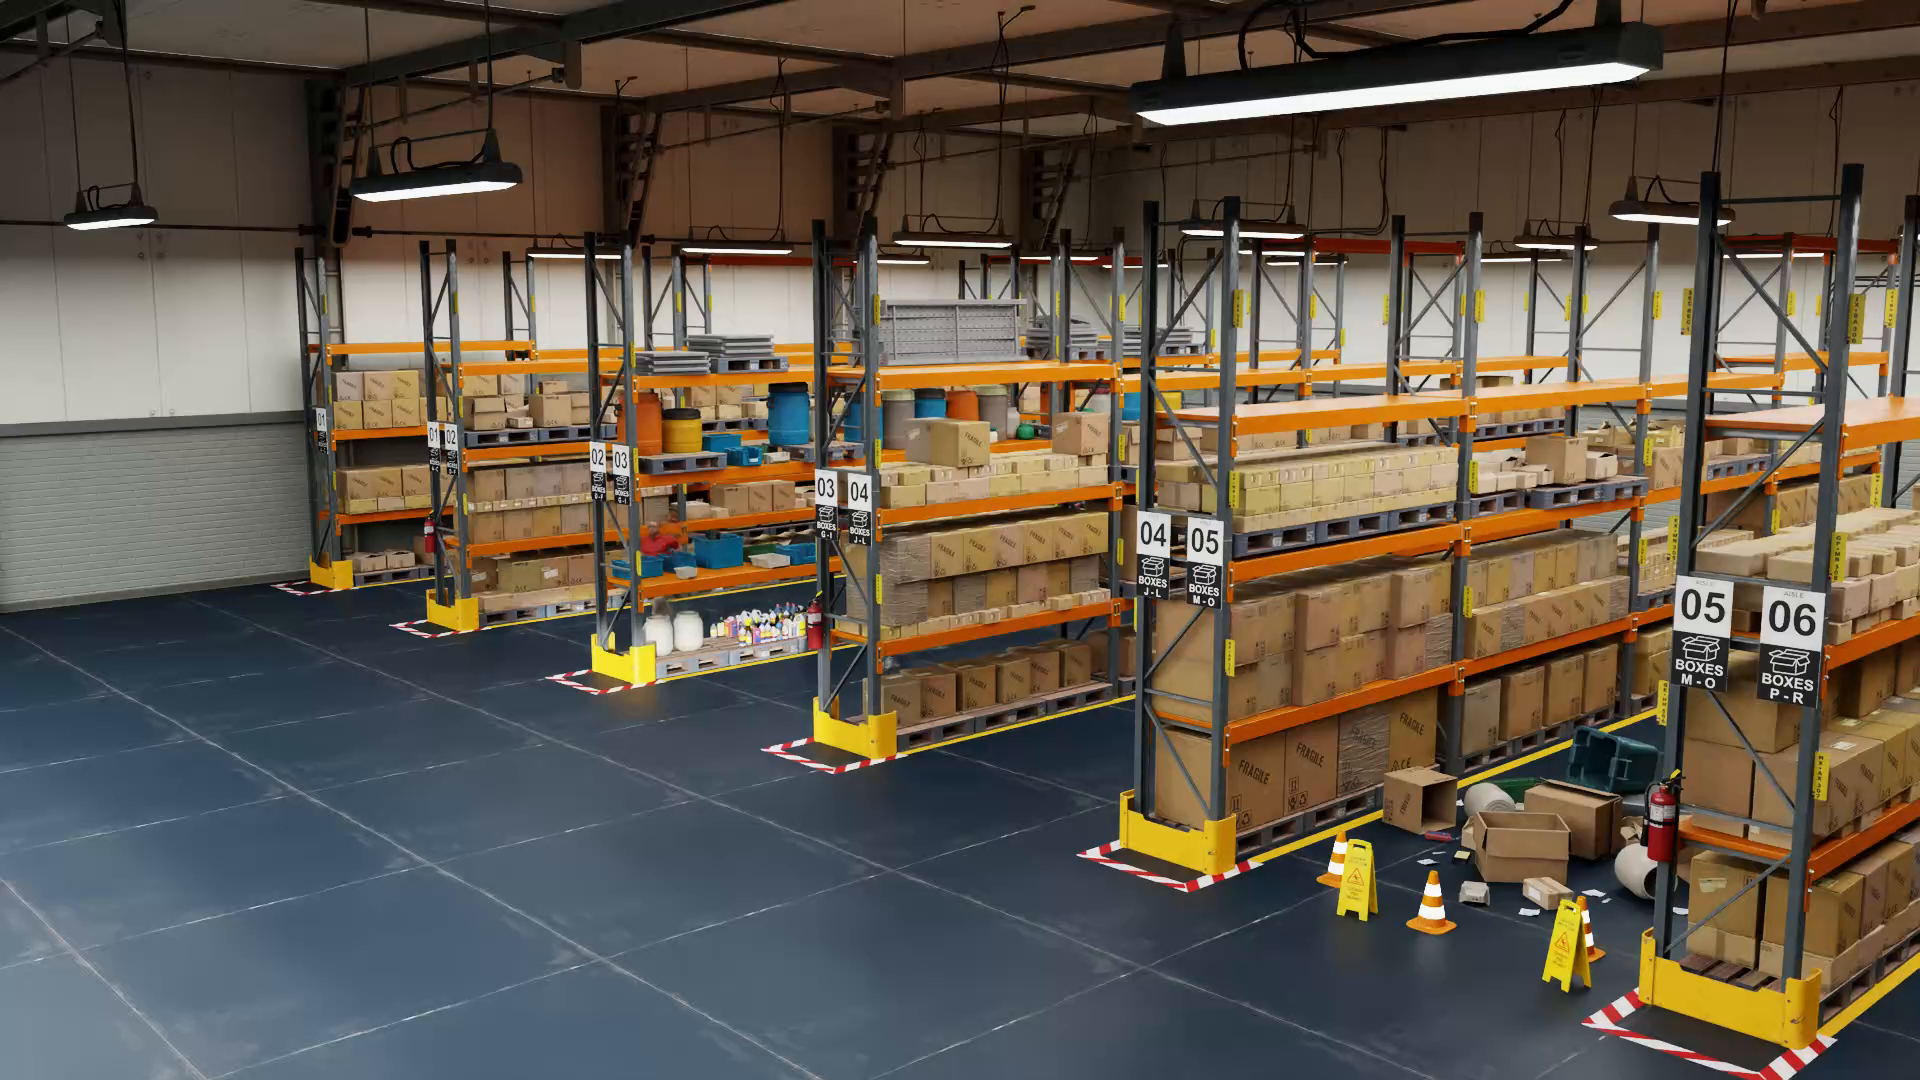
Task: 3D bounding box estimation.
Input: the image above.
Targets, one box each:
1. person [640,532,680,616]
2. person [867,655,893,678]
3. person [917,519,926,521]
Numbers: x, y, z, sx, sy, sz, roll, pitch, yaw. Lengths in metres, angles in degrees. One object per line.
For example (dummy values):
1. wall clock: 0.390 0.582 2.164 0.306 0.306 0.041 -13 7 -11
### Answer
1. person: -4.650 0.567 25.698 0.624 1.422 0.776 3 9 20
2. person: -1.161 1.172 22.723 0.548 1.370 0.757 3 9 20
3. person: -0.931 -0.008 29.511 0.683 1.733 0.791 7 11 39
